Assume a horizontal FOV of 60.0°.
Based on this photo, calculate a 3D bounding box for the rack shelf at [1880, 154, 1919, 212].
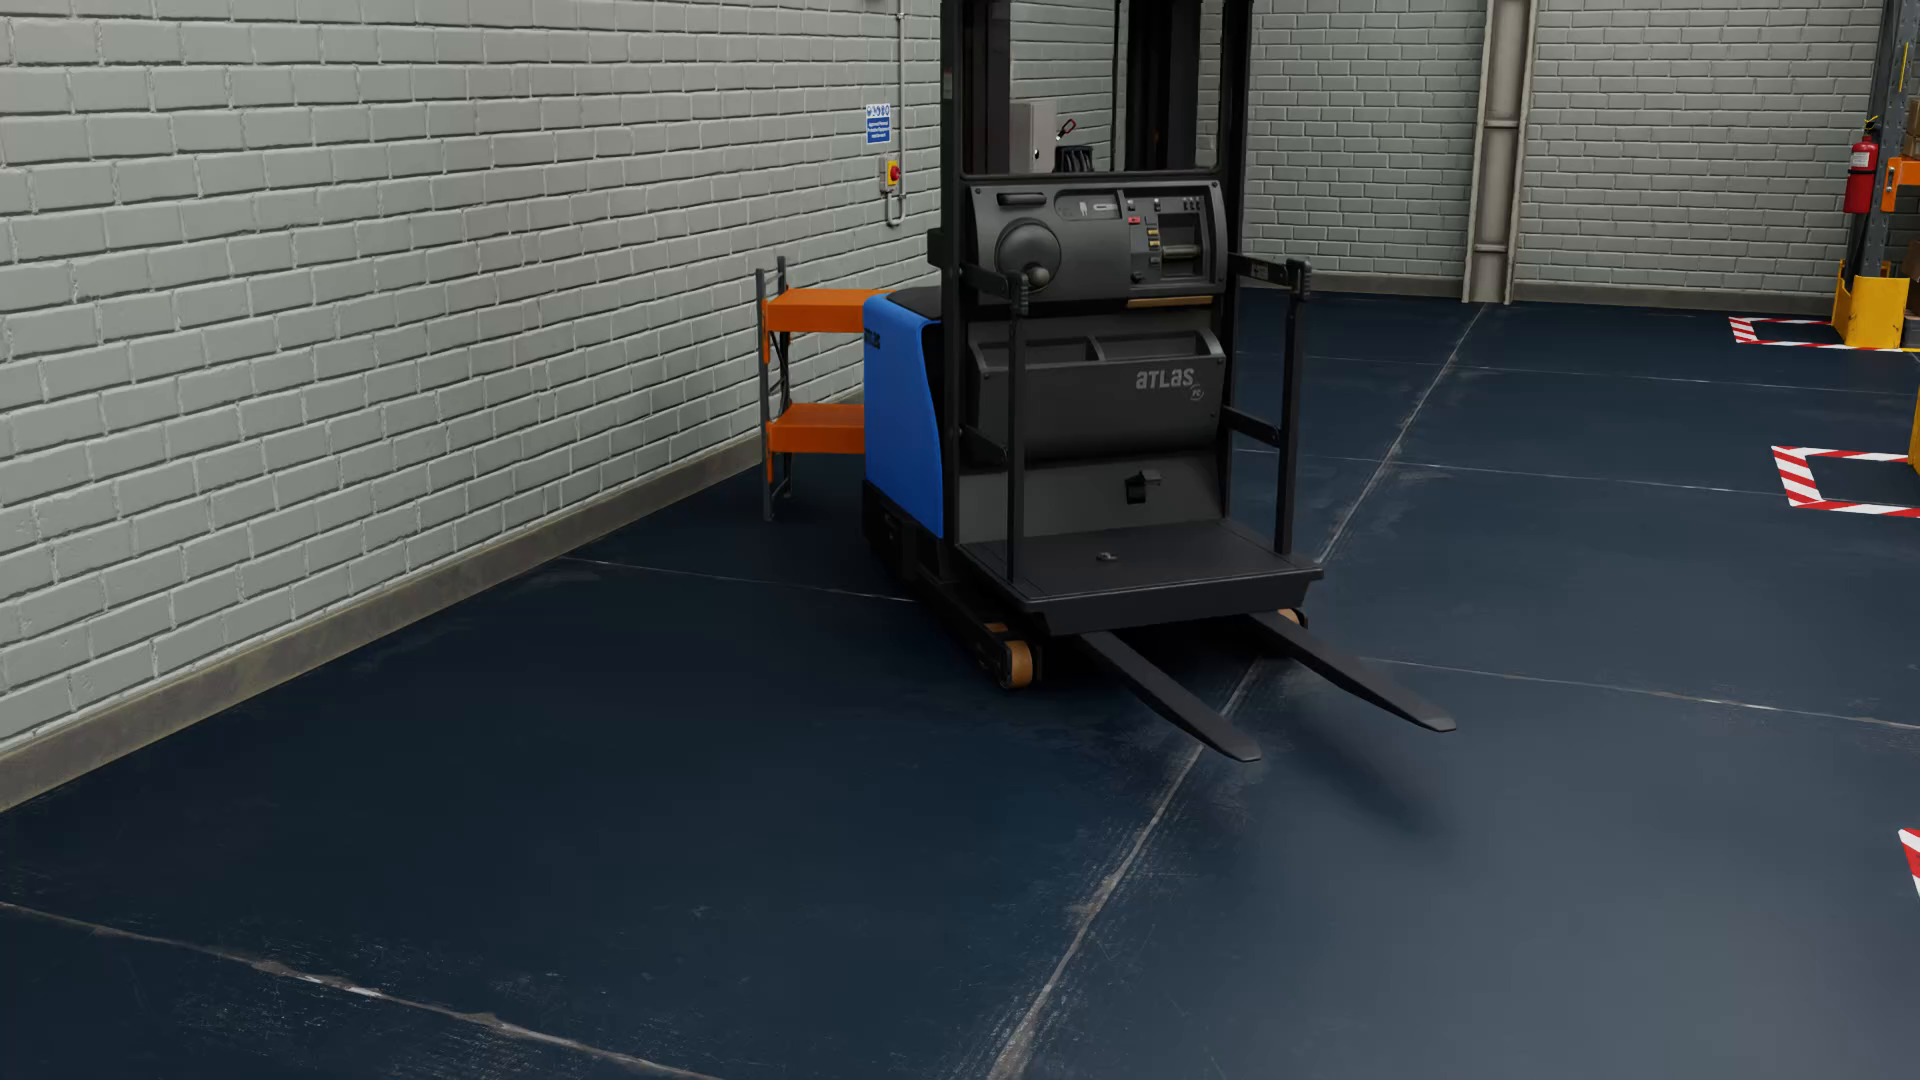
[{"bbox_3d":[8.541,-2.423,11.430,4.000,0.370,1.077,6,17,21],"label":"rack shelf"}]

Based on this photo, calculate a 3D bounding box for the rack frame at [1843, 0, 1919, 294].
[{"bbox_3d":[6.681,-2.973,12.035,0.127,3.000,1.000,6,17,21],"label":"rack frame"}]

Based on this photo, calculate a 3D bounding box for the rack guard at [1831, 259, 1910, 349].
[{"bbox_3d":[6.751,-1.765,12.357,0.348,0.500,1.175,6,17,21],"label":"rack guard"}]

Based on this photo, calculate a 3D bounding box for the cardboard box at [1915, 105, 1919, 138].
[{"bbox_3d":[7.004,-2.928,11.614,0.500,0.250,0.500,6,17,21],"label":"cardboard box"}]

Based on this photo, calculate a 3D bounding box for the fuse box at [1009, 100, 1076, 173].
[{"bbox_3d":[0.515,-2.167,11.570,0.414,1.711,0.539,6,17,21],"label":"fuse box"}]

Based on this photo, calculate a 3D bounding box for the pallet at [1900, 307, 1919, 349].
[{"bbox_3d":[7.493,-1.545,12.117,1.213,0.211,1.003,6,17,21],"label":"pallet"}]

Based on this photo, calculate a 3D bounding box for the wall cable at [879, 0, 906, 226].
[{"bbox_3d":[-0.391,-2.759,9.419,0.123,1.953,0.585,6,17,21],"label":"wall cable"}]

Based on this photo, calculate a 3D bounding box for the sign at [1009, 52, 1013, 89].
[{"bbox_3d":[0.302,-3.190,11.299,0.001,0.242,0.339,6,17,21],"label":"sign"}]

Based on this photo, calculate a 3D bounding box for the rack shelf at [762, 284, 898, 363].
[{"bbox_3d":[-0.335,-0.963,7.423,1.000,0.278,0.538,2,16,5],"label":"rack shelf"}]

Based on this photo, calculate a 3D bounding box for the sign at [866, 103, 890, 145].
[{"bbox_3d":[-0.466,-2.380,9.506,0.001,0.218,0.327,6,17,21],"label":"sign"}]

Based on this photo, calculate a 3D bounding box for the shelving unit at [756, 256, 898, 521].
[{"bbox_3d":[-0.335,-0.682,7.505,1.048,1.125,0.538,2,16,5],"label":"shelving unit"}]

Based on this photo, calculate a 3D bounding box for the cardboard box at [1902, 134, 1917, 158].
[{"bbox_3d":[7.087,-2.888,12.193,0.250,0.149,0.380,6,17,20],"label":"cardboard box"}]

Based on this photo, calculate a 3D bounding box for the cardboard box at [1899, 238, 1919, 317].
[{"bbox_3d":[7.215,-1.889,12.024,0.637,0.503,0.797,6,17,18],"label":"cardboard box"}]

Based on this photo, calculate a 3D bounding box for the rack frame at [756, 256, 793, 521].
[{"bbox_3d":[-0.841,-0.696,7.553,0.032,1.125,0.500,2,16,5],"label":"rack frame"}]

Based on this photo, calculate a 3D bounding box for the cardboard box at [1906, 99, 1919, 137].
[{"bbox_3d":[7.206,-3.066,12.089,0.500,0.250,0.500,7,18,22],"label":"cardboard box"}]

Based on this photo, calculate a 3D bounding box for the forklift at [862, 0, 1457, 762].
[{"bbox_3d":[0.556,-1.042,5.507,1.130,2.935,3.031,-6,17,-19],"label":"forklift"}]

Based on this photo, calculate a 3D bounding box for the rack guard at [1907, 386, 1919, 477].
[{"bbox_3d":[4.840,-0.487,7.956,0.348,0.500,1.175,6,17,21],"label":"rack guard"}]

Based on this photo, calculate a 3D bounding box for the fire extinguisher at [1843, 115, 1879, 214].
[{"bbox_3d":[6.374,-2.652,11.737,0.183,0.674,0.296,6,17,21],"label":"fire extinguisher"}]

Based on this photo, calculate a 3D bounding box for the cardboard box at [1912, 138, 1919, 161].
[{"bbox_3d":[6.886,-2.748,11.709,0.250,0.149,0.380,6,17,20],"label":"cardboard box"}]

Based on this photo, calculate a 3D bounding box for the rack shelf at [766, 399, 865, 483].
[{"bbox_3d":[-0.335,-0.447,7.573,1.000,0.278,0.538,2,16,5],"label":"rack shelf"}]

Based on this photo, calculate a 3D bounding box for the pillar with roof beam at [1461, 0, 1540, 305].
[{"bbox_3d":[2.923,-5.247,9.108,0.400,9.000,9.100,6,17,21],"label":"pillar with roof beam"}]

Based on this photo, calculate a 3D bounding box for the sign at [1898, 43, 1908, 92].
[{"bbox_3d":[6.482,-3.248,11.429,0.005,0.325,0.100,6,17,21],"label":"sign"}]
